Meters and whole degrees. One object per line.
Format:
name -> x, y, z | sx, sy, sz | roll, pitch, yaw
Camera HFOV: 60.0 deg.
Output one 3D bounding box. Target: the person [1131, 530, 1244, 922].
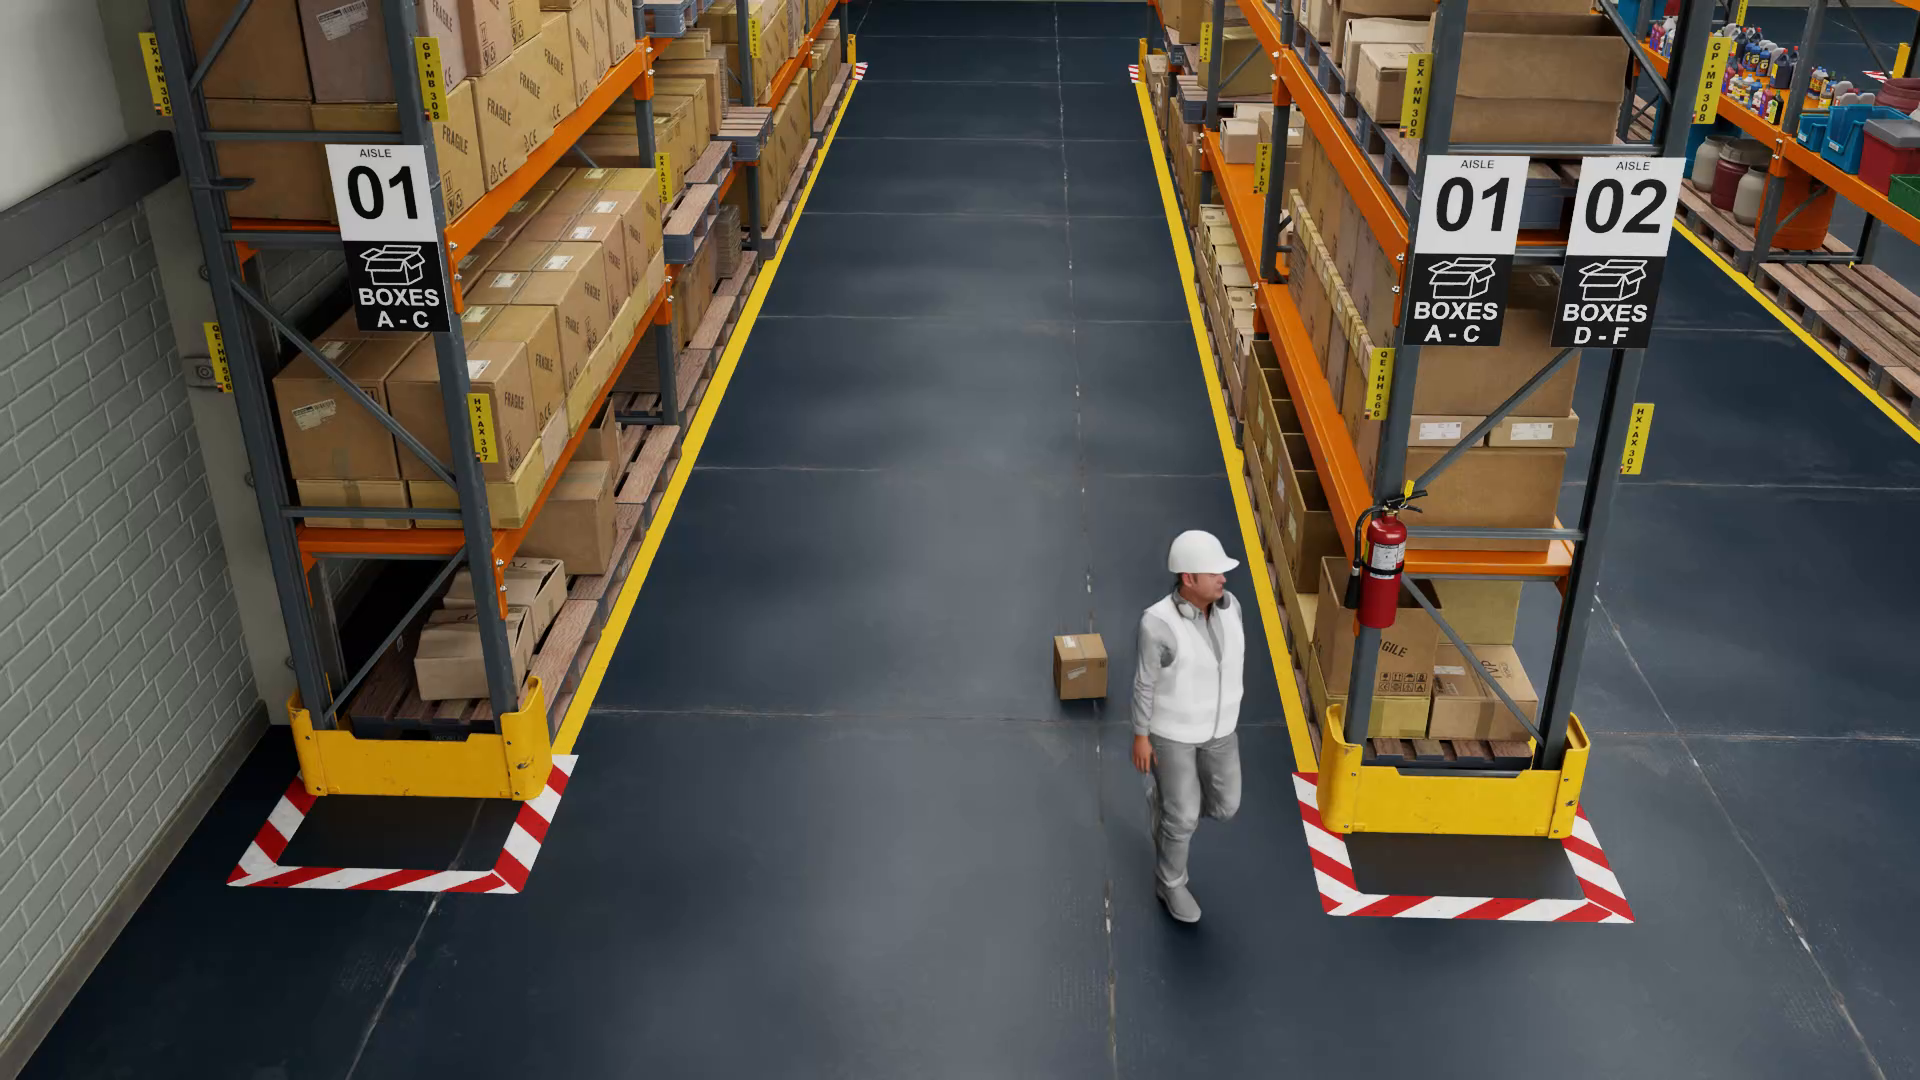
person -> 0.969, 0.756, 7.123 | 0.563, 1.755, 0.627 | -15, 31, -27
